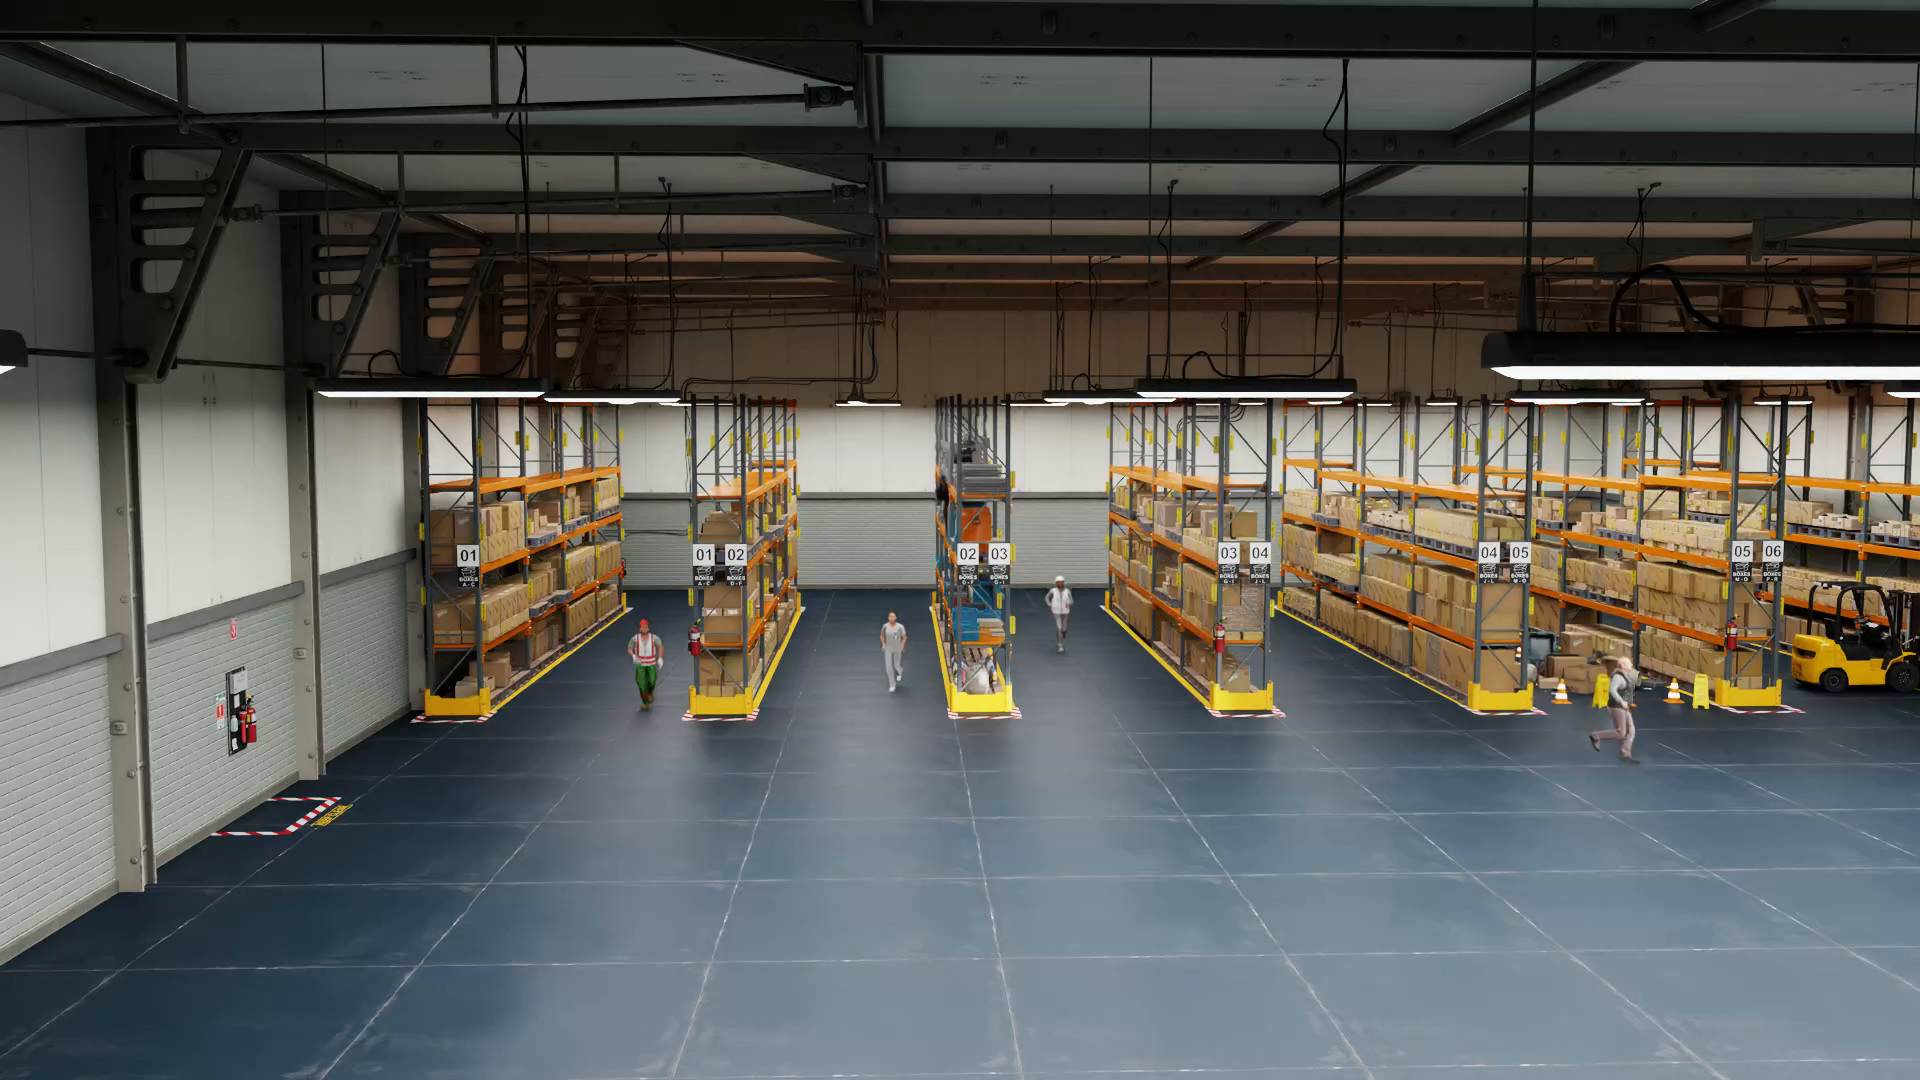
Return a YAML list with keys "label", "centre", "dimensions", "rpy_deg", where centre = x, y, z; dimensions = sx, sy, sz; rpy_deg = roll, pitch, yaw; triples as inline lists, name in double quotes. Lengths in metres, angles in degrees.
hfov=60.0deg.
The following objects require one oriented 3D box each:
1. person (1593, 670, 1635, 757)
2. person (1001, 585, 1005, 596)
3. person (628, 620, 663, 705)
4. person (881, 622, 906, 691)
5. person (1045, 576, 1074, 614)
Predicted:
- label: "person"
  centre: [10.693, 2.830, 27.152]
  dimensions: [0.640, 1.413, 0.448]
  rpy_deg: [3, 5, 33]
- label: "person"
  centre: [1.005, 0.942, 49.977]
  dimensions: [0.815, 1.452, 0.545]
  rpy_deg: [1, 5, 14]
- label: "person"
  centre: [-5.974, 2.347, 31.611]
  dimensions: [0.670, 1.662, 0.535]
  rpy_deg: [-1, 5, -11]
- label: "person"
  centre: [-1.360, 2.366, 34.014]
  dimensions: [0.525, 1.381, 0.723]
  rpy_deg: [1, 5, 7]
- label: "person"
  centre: [2.349, 1.302, 39.356]
  dimensions: [0.596, 0.889, 0.490]
  rpy_deg: [-1, 5, -8]
